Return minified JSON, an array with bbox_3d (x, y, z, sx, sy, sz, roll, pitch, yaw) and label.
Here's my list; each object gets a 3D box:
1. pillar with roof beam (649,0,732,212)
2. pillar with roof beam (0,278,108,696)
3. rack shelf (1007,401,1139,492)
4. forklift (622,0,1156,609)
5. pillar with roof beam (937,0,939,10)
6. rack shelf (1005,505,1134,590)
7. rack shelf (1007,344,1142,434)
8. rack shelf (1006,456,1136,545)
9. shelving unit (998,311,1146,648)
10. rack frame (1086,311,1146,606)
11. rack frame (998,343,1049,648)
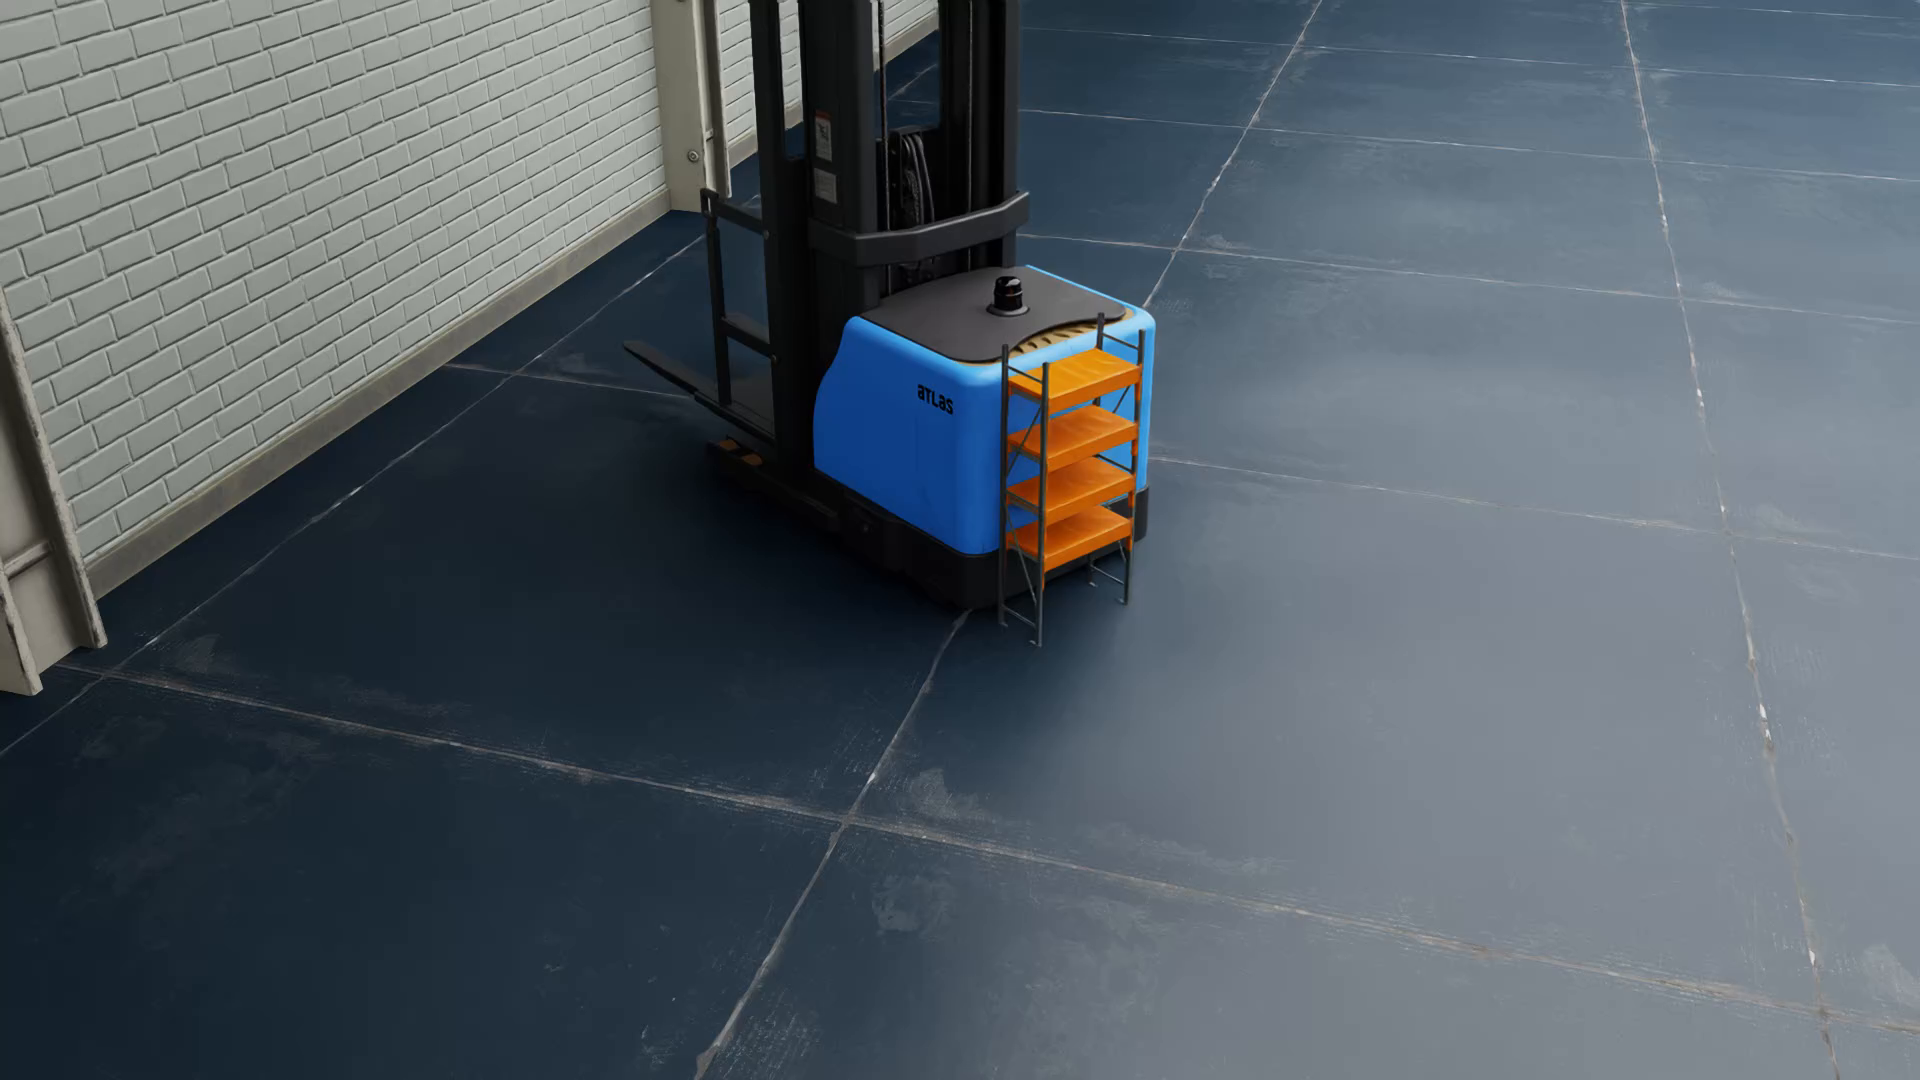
[{"bbox_3d":[2.328,-5.638,8.128,9.100,9.000,0.400,8,30,15],"label":"pillar with roof beam"},{"bbox_3d":[0.567,-2.850,3.116,9.100,9.000,0.400,8,30,15],"label":"pillar with roof beam"},{"bbox_3d":[0.422,-0.362,6.345,0.480,0.148,0.258,-22,36,-34],"label":"rack shelf"},{"bbox_3d":[-0.528,-1.650,7.201,1.130,2.935,3.031,-22,36,-34],"label":"forklift"},{"bbox_3d":[4.089,-8.426,13.140,9.100,9.000,0.400,8,30,15],"label":"pillar with roof beam"},{"bbox_3d":[0.422,0.007,6.550,0.480,0.148,0.258,-22,36,-34],"label":"rack shelf"},{"bbox_3d":[0.422,-0.569,6.230,0.480,0.148,0.258,-22,36,-34],"label":"rack shelf"},{"bbox_3d":[0.422,-0.167,6.454,0.480,0.148,0.258,-22,36,-34],"label":"rack shelf"},{"bbox_3d":[0.422,-0.226,6.421,0.503,1.200,0.258,-22,36,-34],"label":"shelving unit"},{"bbox_3d":[0.609,-0.302,6.558,0.015,1.200,0.240,-22,36,-34],"label":"rack frame"},{"bbox_3d":[0.235,-0.149,6.284,0.015,1.200,0.240,-22,36,-34],"label":"rack frame"}]
